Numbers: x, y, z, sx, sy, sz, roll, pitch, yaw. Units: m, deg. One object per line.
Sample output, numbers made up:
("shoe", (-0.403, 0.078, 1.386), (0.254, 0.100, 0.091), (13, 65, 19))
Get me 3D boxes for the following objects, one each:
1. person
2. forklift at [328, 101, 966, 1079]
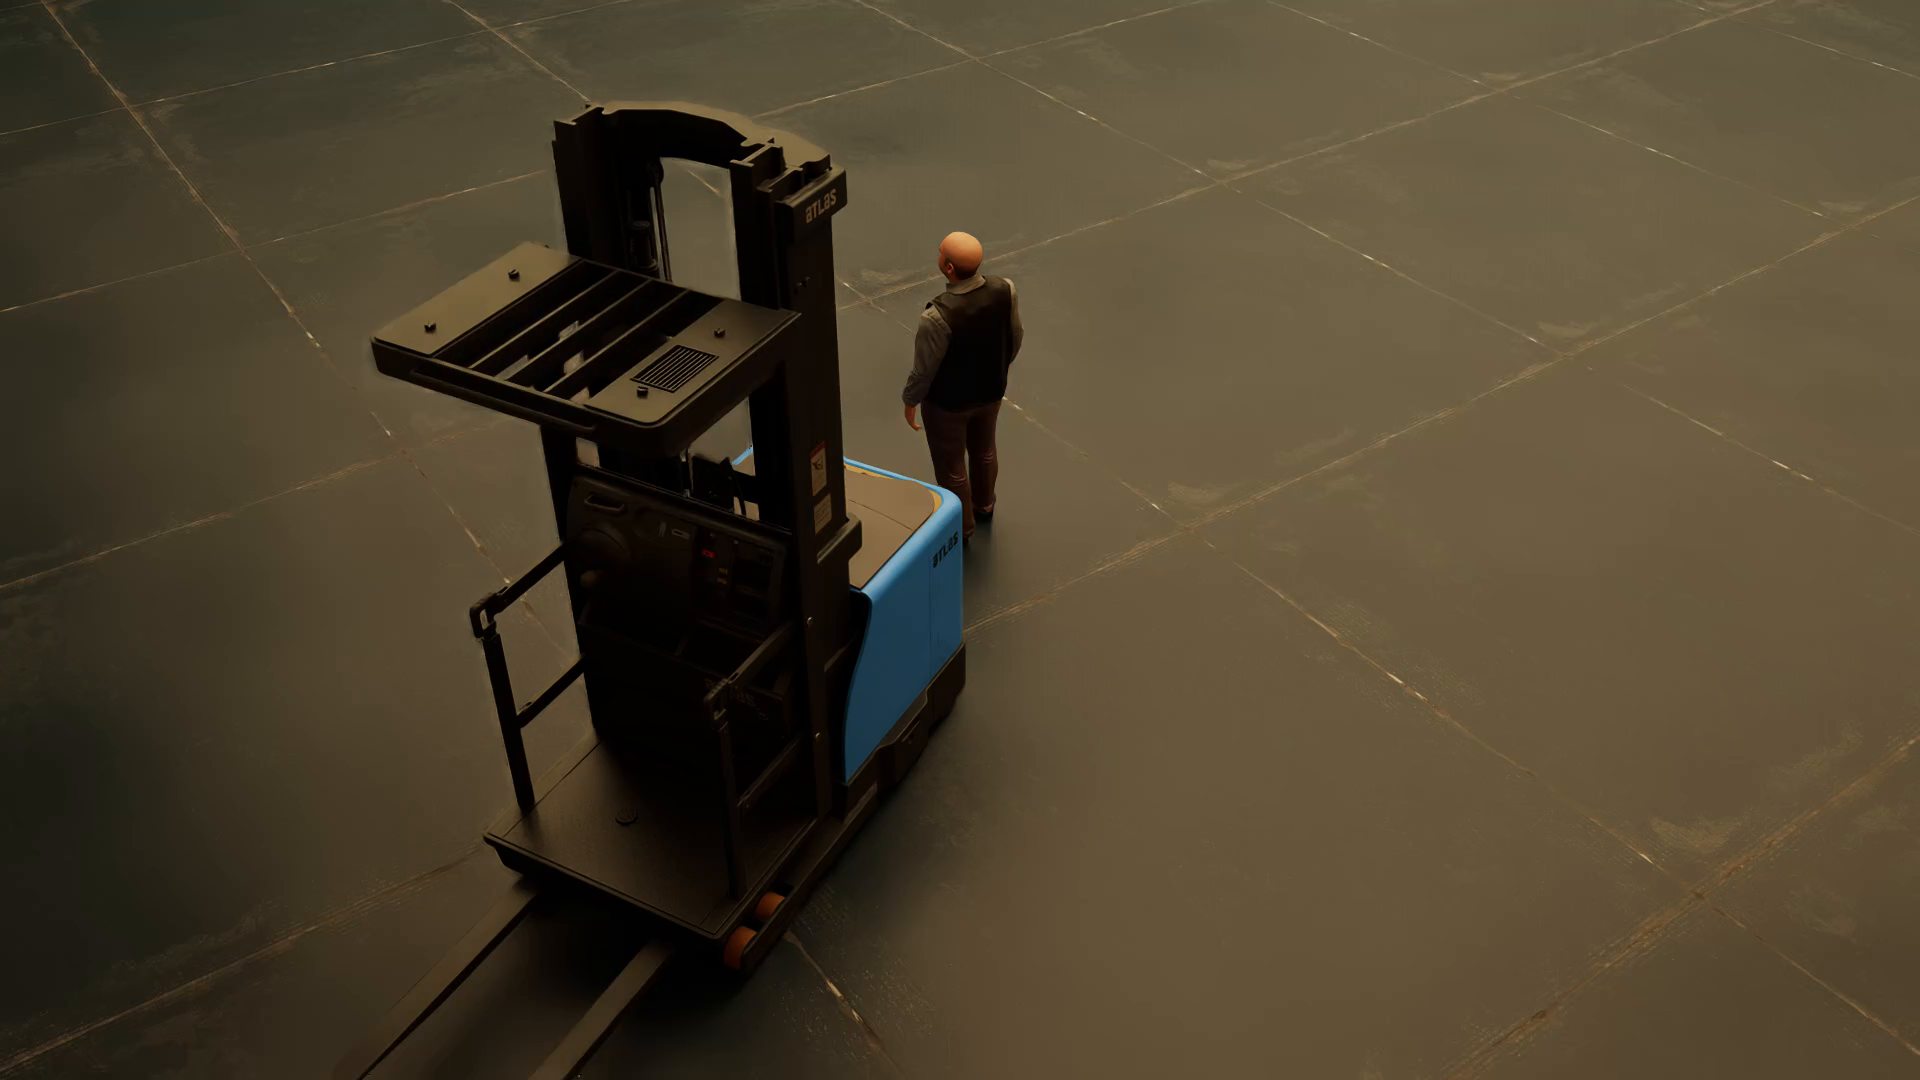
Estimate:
("person", (-0.029, -0.731, 7.938), (0.632, 1.720, 0.568), (-23, 42, -28))
("forklift", (-1.115, 0.128, 5.772), (1.130, 2.935, 3.031), (18, 40, 22))
